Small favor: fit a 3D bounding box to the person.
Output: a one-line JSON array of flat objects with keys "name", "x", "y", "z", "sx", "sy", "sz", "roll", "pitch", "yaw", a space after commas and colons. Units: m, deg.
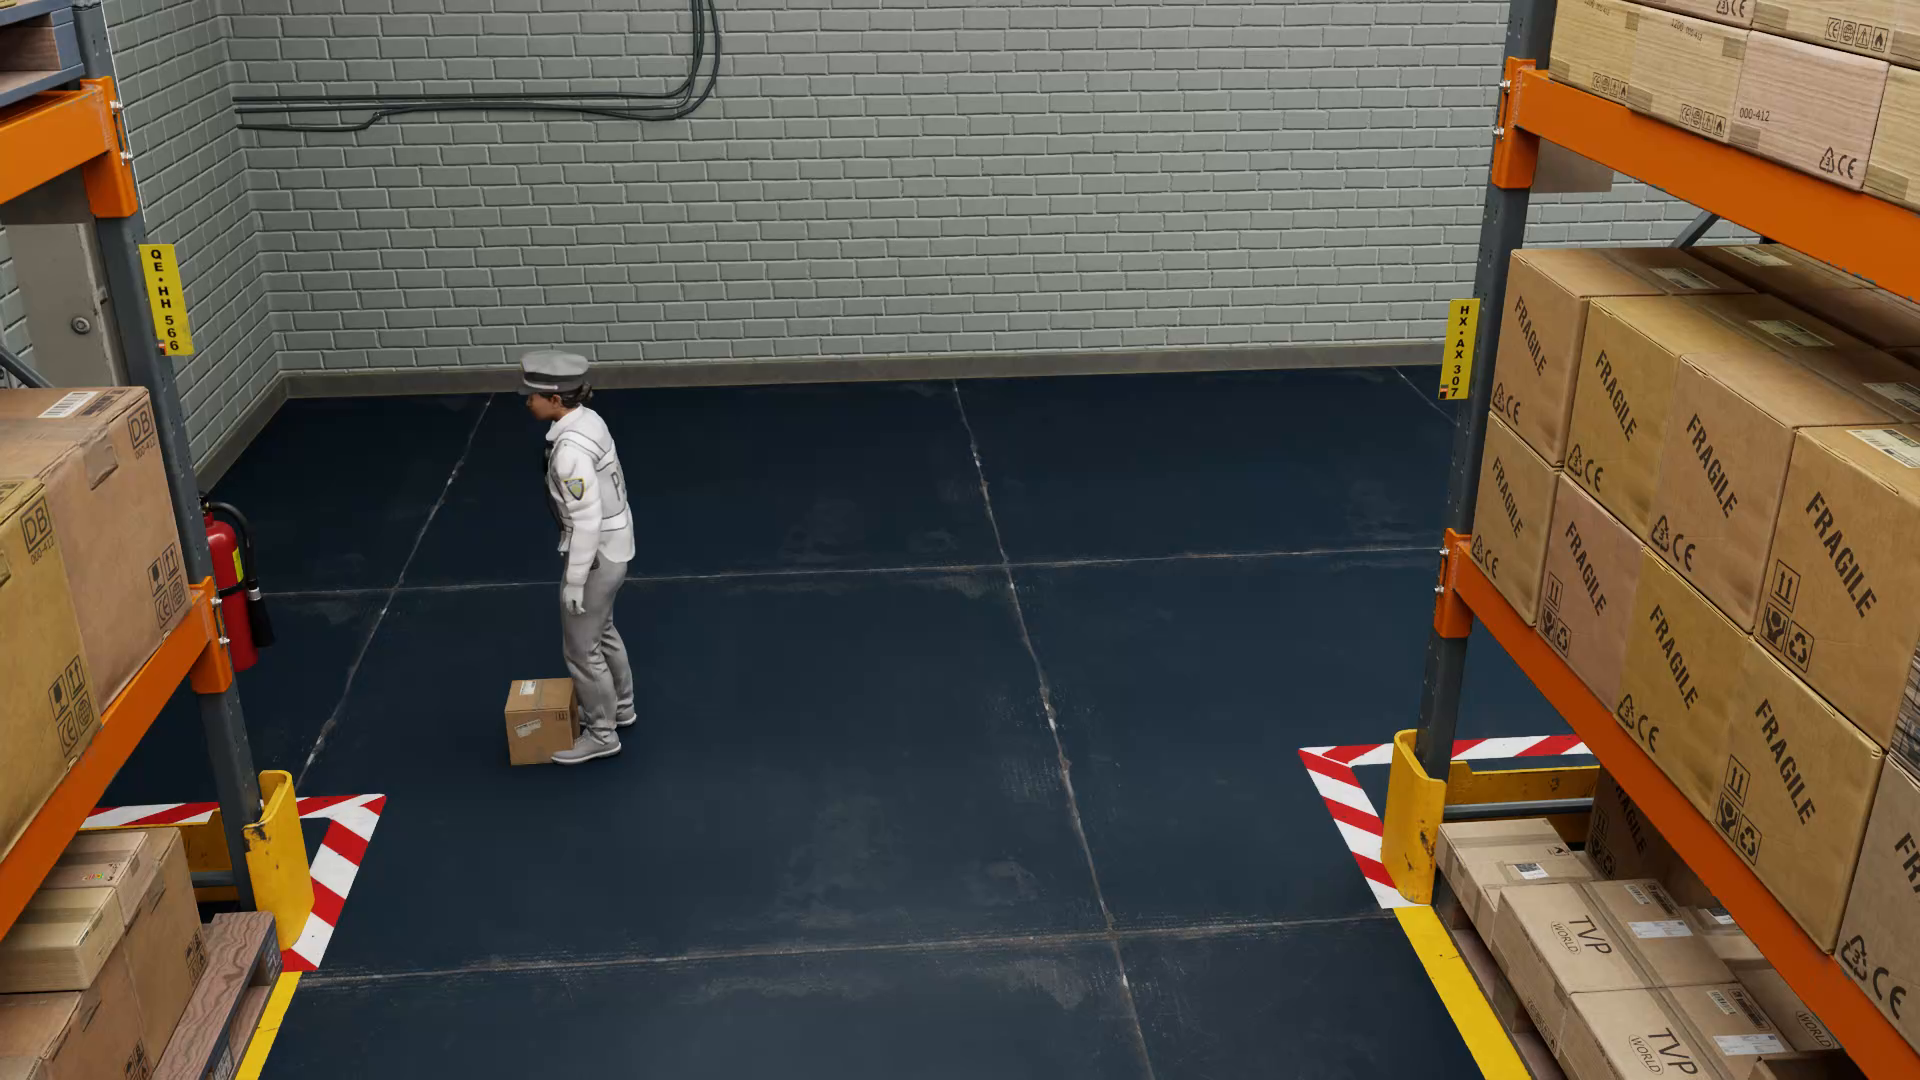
[{"name": "person", "x": -1.459, "y": 0.074, "z": 6.428, "sx": 0.406, "sy": 1.665, "sz": 0.542, "roll": -3, "pitch": 24, "yaw": -7}]
